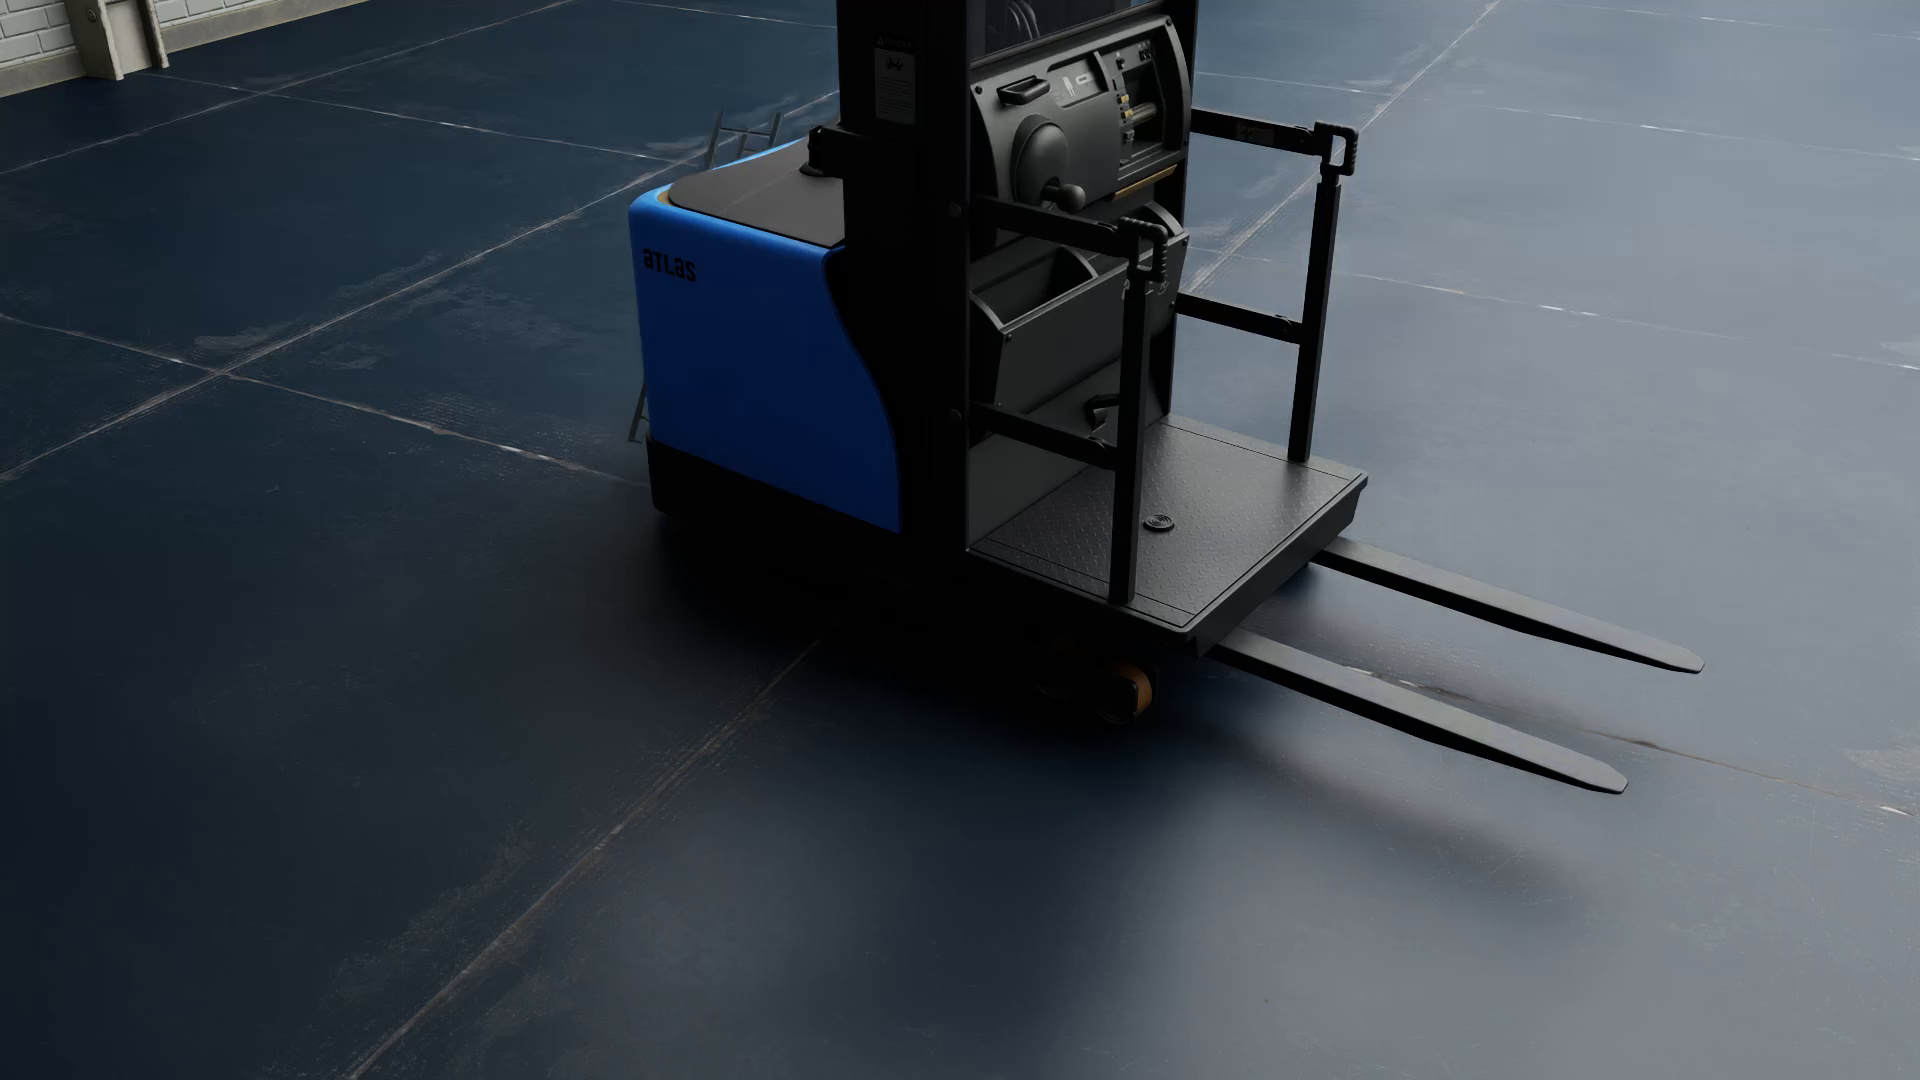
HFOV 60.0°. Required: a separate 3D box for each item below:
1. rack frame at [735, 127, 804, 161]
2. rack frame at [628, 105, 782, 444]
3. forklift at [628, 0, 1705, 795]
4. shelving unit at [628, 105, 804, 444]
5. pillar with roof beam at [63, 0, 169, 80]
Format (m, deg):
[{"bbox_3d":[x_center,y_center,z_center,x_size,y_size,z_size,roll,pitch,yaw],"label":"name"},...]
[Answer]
[{"bbox_3d":[-0.802,-0.857,5.783,0.240,1.200,0.006,12,-6,20],"label":"rack frame"},{"bbox_3d":[-0.860,-0.889,5.612,0.240,1.200,0.006,12,-6,20],"label":"rack frame"},{"bbox_3d":[0.498,-1.085,4.196,3.031,2.935,1.130,20,36,31],"label":"forklift"},{"bbox_3d":[-0.831,-0.873,5.697,0.258,1.200,0.189,12,-6,20],"label":"shelving unit"},{"bbox_3d":[-1.348,-5.845,6.392,9.100,9.000,0.400,14,33,23],"label":"pillar with roof beam"}]
